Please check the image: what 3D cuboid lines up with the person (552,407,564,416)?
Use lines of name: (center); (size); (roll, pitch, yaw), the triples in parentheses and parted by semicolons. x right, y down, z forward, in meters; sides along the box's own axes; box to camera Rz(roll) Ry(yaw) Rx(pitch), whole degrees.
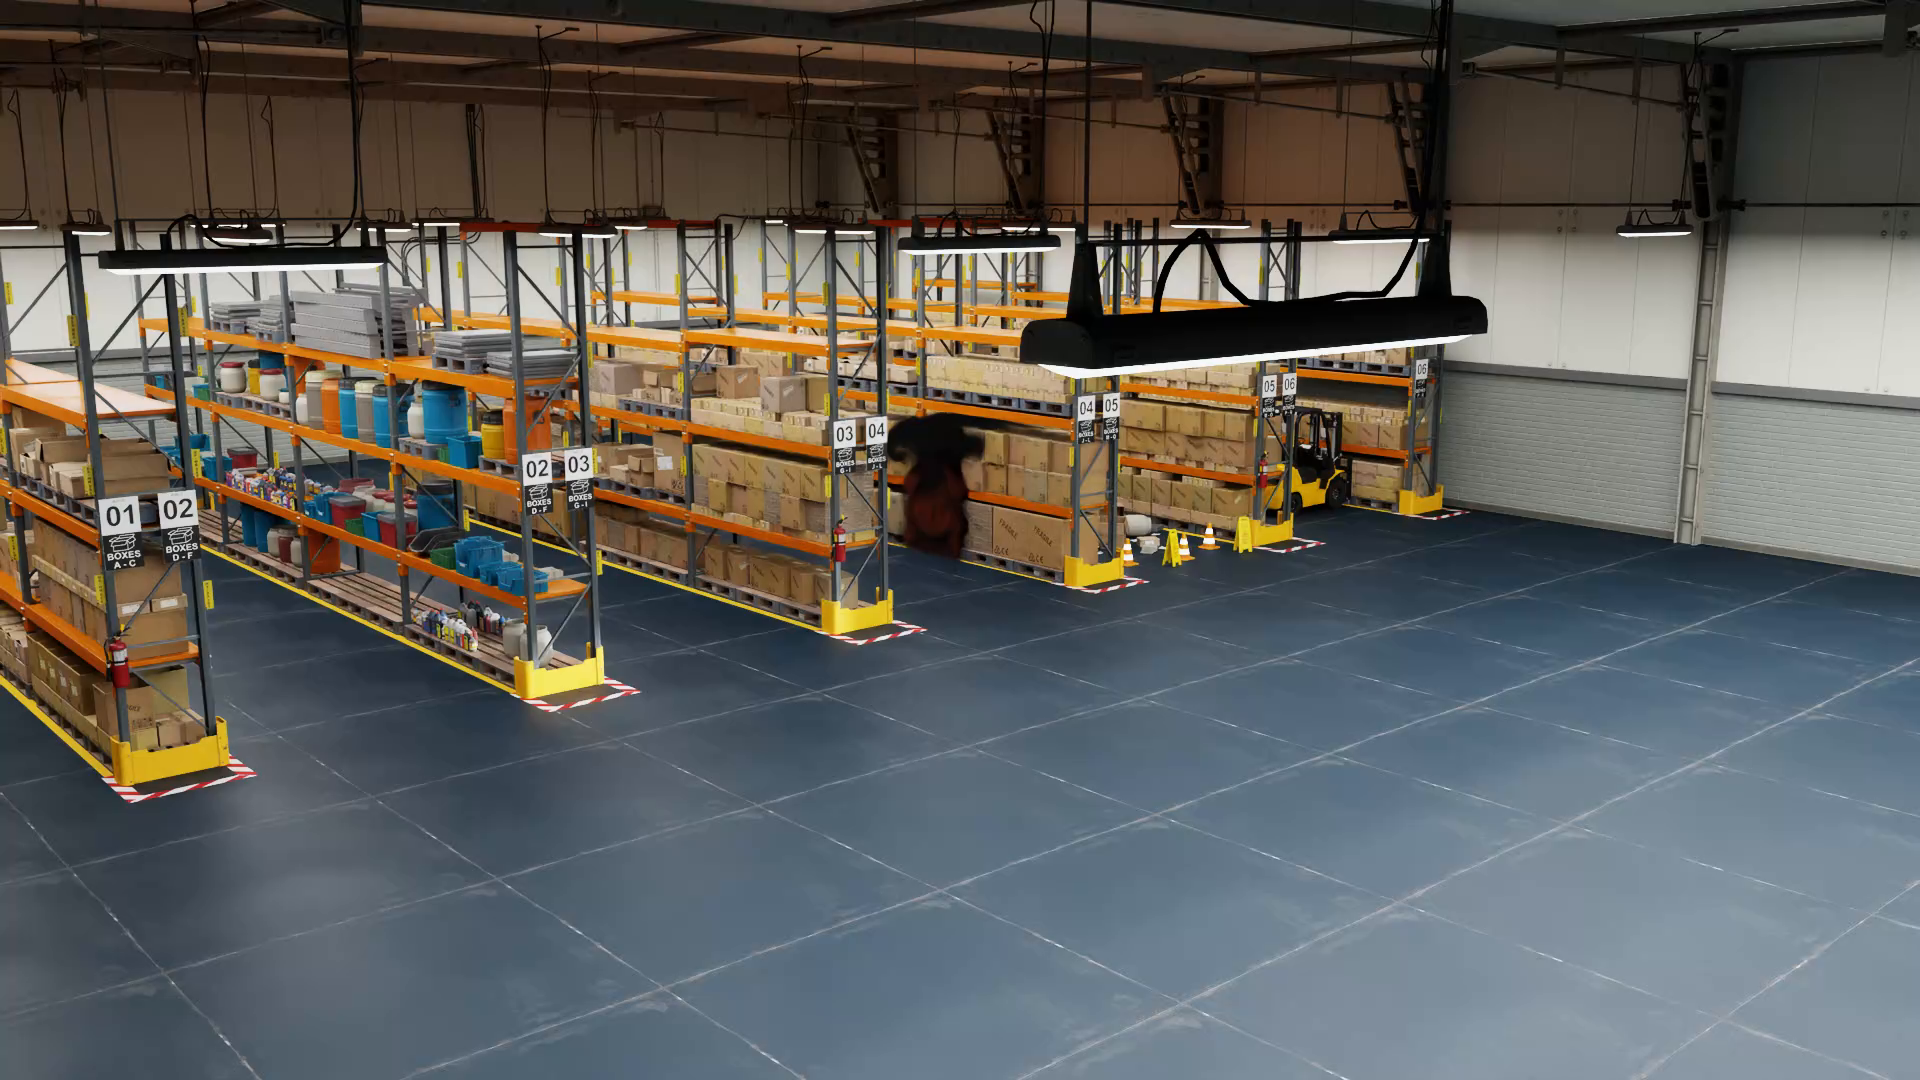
person: (-9.691, -2.449, 39.870); (0.553, 1.673, 0.643); (-3, 12, -15)
